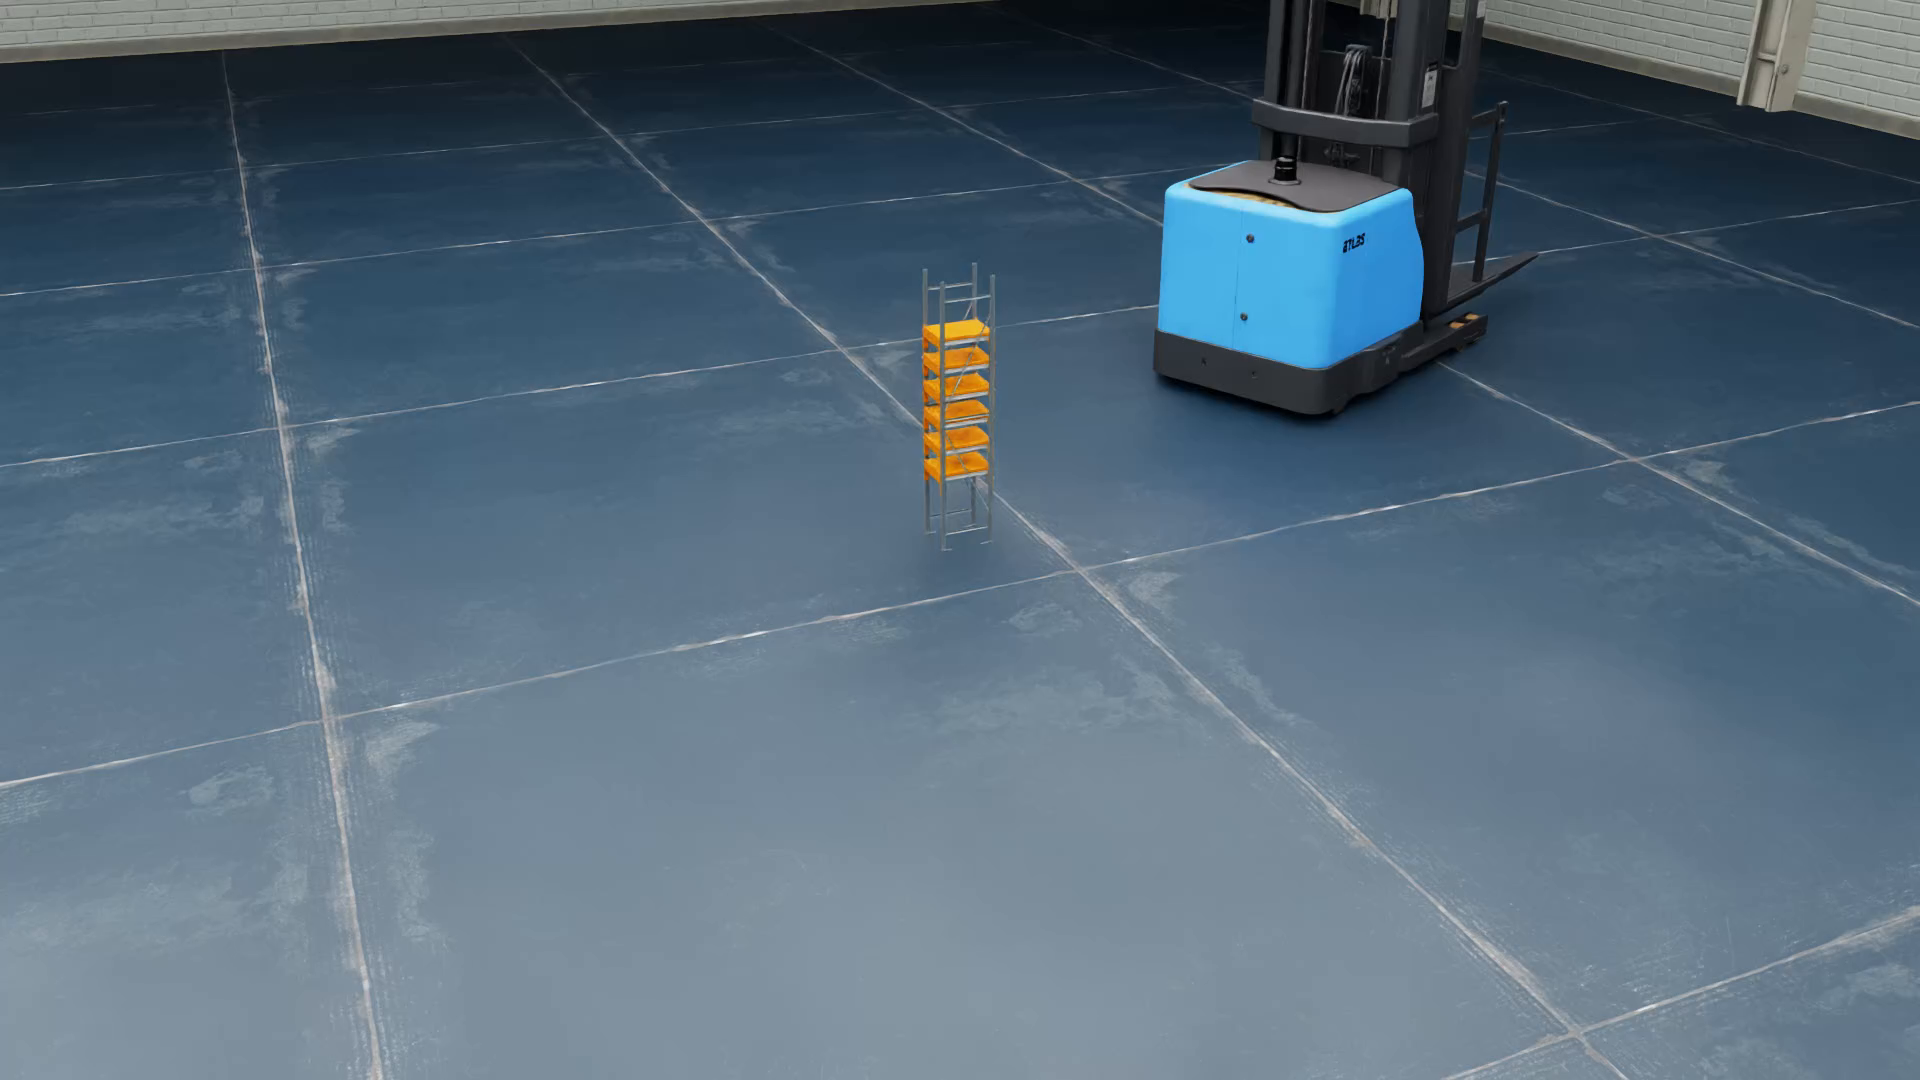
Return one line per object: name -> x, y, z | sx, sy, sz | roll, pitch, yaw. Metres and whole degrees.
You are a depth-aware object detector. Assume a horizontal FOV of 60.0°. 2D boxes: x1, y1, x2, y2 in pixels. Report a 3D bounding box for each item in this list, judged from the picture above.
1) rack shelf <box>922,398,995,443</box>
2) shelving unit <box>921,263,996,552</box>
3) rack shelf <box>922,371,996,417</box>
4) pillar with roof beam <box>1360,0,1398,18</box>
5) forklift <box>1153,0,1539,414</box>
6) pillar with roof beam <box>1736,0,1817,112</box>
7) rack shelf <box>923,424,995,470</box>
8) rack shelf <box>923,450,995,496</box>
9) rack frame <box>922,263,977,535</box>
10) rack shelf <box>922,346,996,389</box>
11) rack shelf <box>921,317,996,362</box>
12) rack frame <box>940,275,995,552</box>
rack shelf -> -0.006, -0.505, 7.018 | 0.258, 0.103, 0.180 | -11, 28, -21
shelving unit -> -0.006, -0.545, 6.999 | 0.258, 1.200, 0.189 | -11, 28, -21
rack shelf -> -0.006, -0.613, 6.966 | 0.258, 0.103, 0.180 | -11, 28, -21
pillar with roof beam -> 1.206, -9.771, 17.006 | 9.100, 9.000, 0.400 | -11, 28, -21
forklift -> 2.387, -2.517, 9.065 | 1.130, 2.935, 3.031 | 21, 33, 36
pillar with roof beam -> 3.555, -7.349, 12.045 | 9.100, 9.000, 0.400 | -11, 28, -21
rack shelf -> -0.006, -0.397, 7.071 | 0.258, 0.103, 0.180 | -11, 28, -21
rack shelf -> -0.006, -0.289, 7.124 | 0.258, 0.103, 0.180 | -11, 28, -21
rack frame -> -0.042, -0.582, 7.074 | 0.240, 1.200, 0.006 | -11, 28, -21
rack shelf -> -0.006, -0.721, 6.913 | 0.258, 0.103, 0.180 | -11, 28, -21
rack shelf -> -0.006, -0.829, 6.860 | 0.258, 0.103, 0.180 | -11, 28, -21
rack frame -> 0.030, -0.508, 6.923 | 0.240, 1.200, 0.006 | -11, 28, -21
